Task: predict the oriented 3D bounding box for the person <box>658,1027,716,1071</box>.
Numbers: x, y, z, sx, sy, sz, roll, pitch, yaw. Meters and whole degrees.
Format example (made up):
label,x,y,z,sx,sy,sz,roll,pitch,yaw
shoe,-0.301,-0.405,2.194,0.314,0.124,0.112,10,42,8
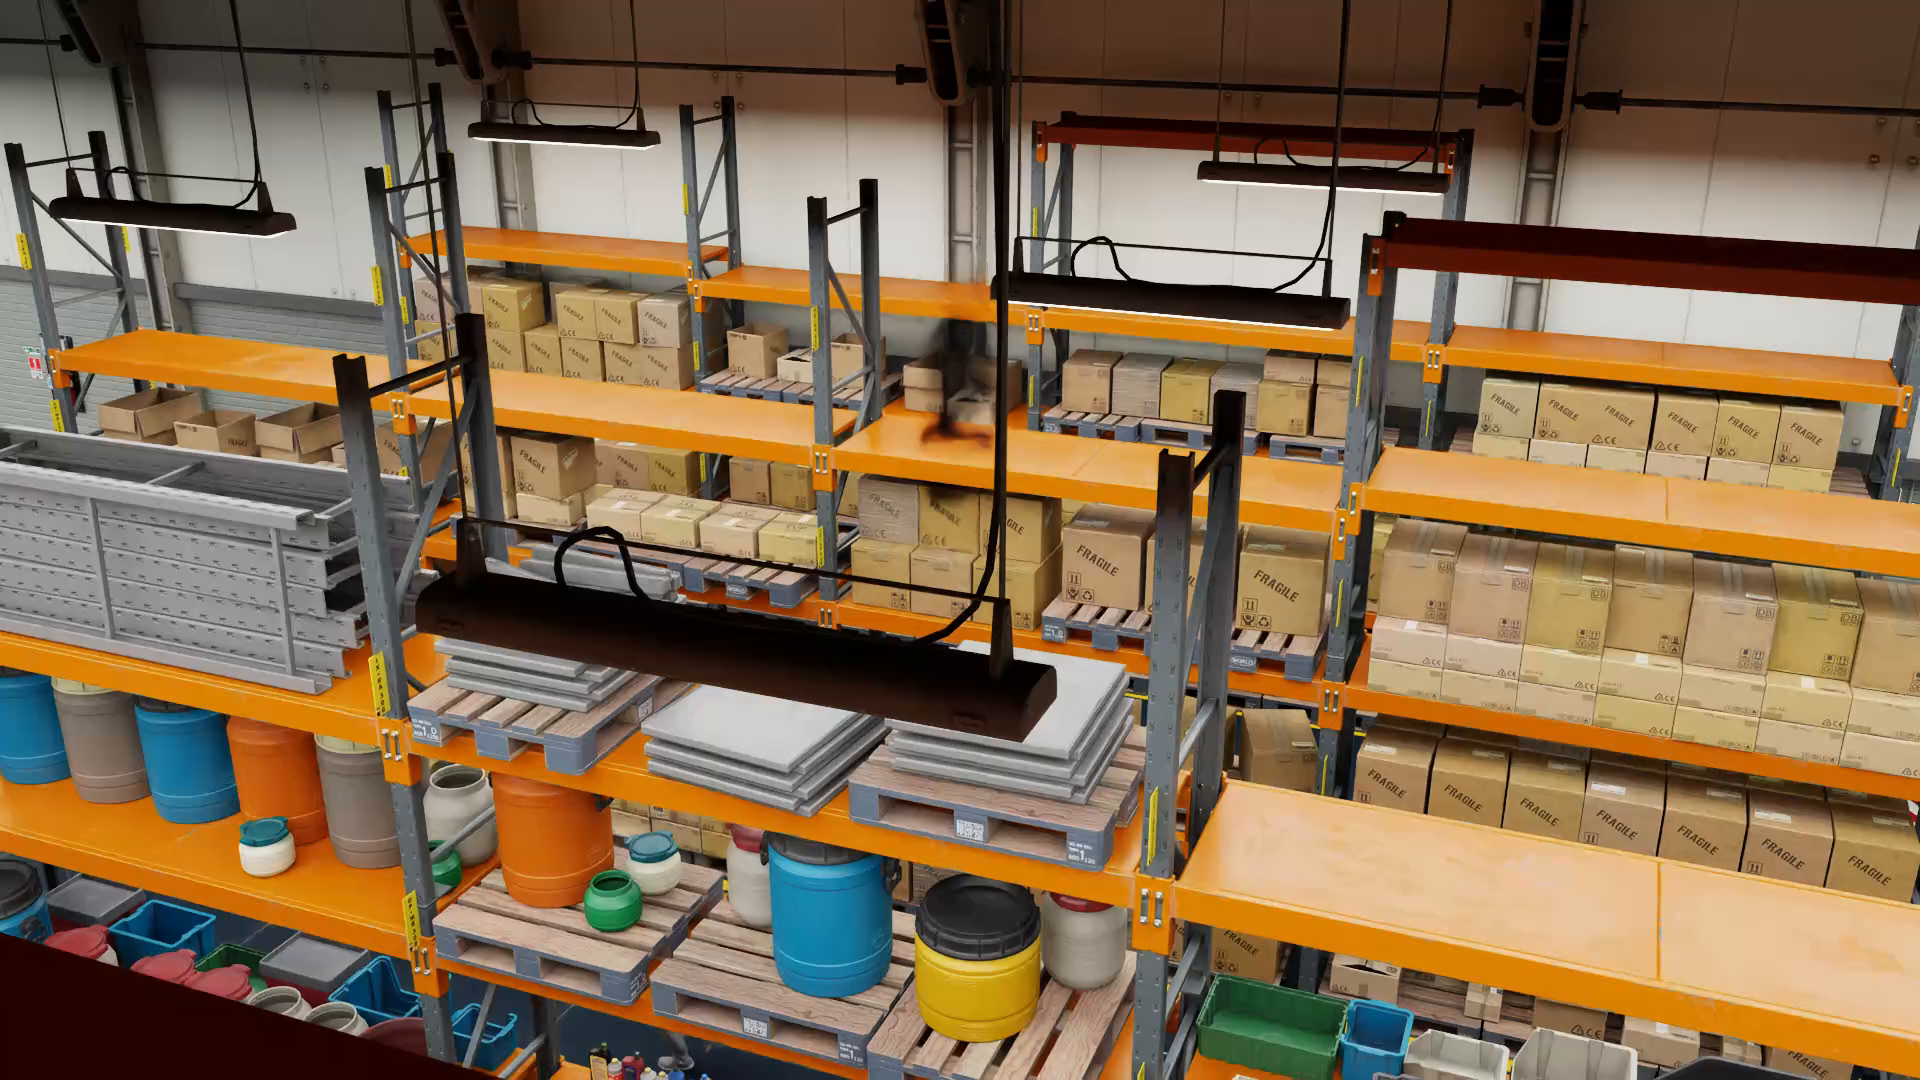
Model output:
label,x,y,z,sx,sy,sz,roll,pitch,yaw
person,-2.072,3.114,11.908,0.586,1.671,0.609,8,22,19
